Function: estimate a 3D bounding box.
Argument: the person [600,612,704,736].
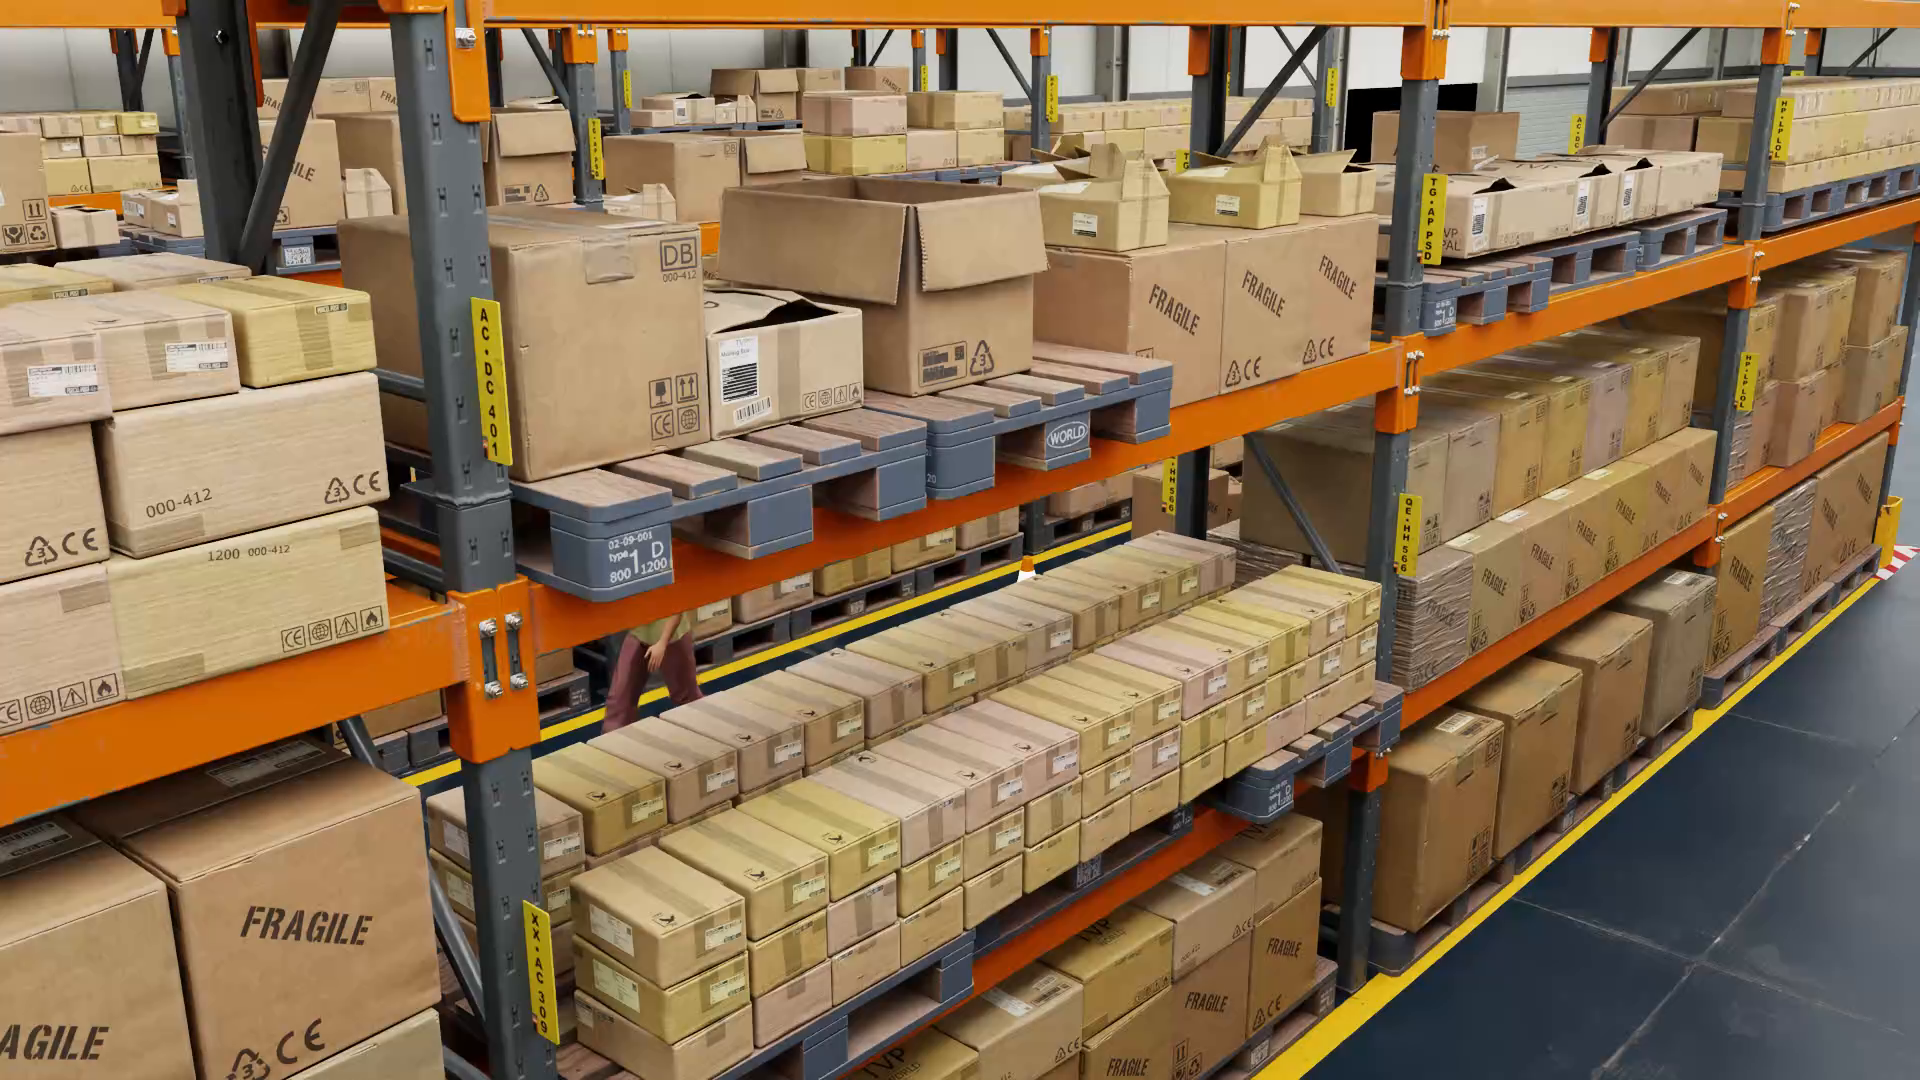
[{"bbox_3d":[-1.655,0.661,8.814,0.478,1.404,0.861,15,23,41],"label":"person"}]
